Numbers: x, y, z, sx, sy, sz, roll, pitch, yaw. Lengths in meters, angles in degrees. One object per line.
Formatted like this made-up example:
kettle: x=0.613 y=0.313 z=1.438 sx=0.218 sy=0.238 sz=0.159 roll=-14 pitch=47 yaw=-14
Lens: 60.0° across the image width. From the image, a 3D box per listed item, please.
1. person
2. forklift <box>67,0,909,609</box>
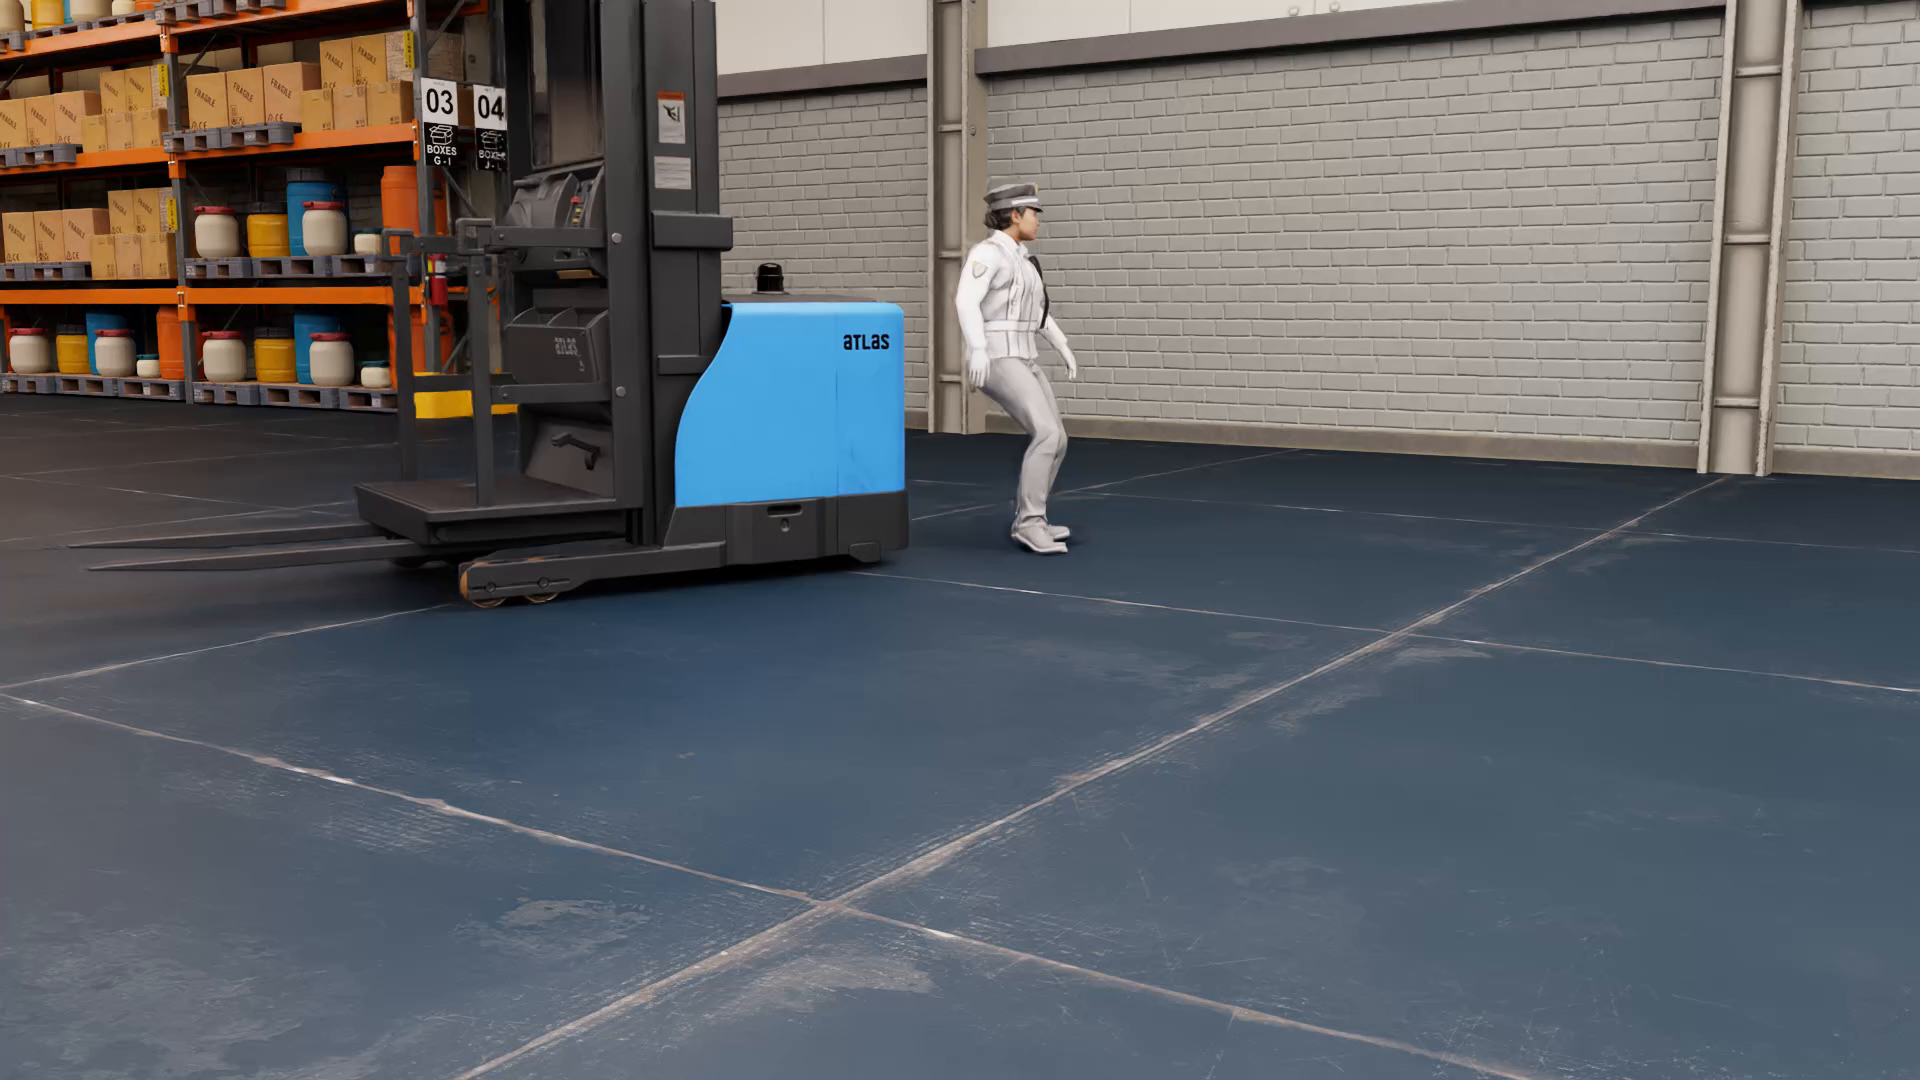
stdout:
person: x=0.301 y=-0.770 z=7.372 sx=0.557 sy=1.622 sz=0.819 roll=3 pitch=9 yaw=23
forklift: x=-1.726 y=-1.292 z=6.281 sx=3.031 sy=2.935 sz=1.130 roll=-5 pitch=10 yaw=-33
